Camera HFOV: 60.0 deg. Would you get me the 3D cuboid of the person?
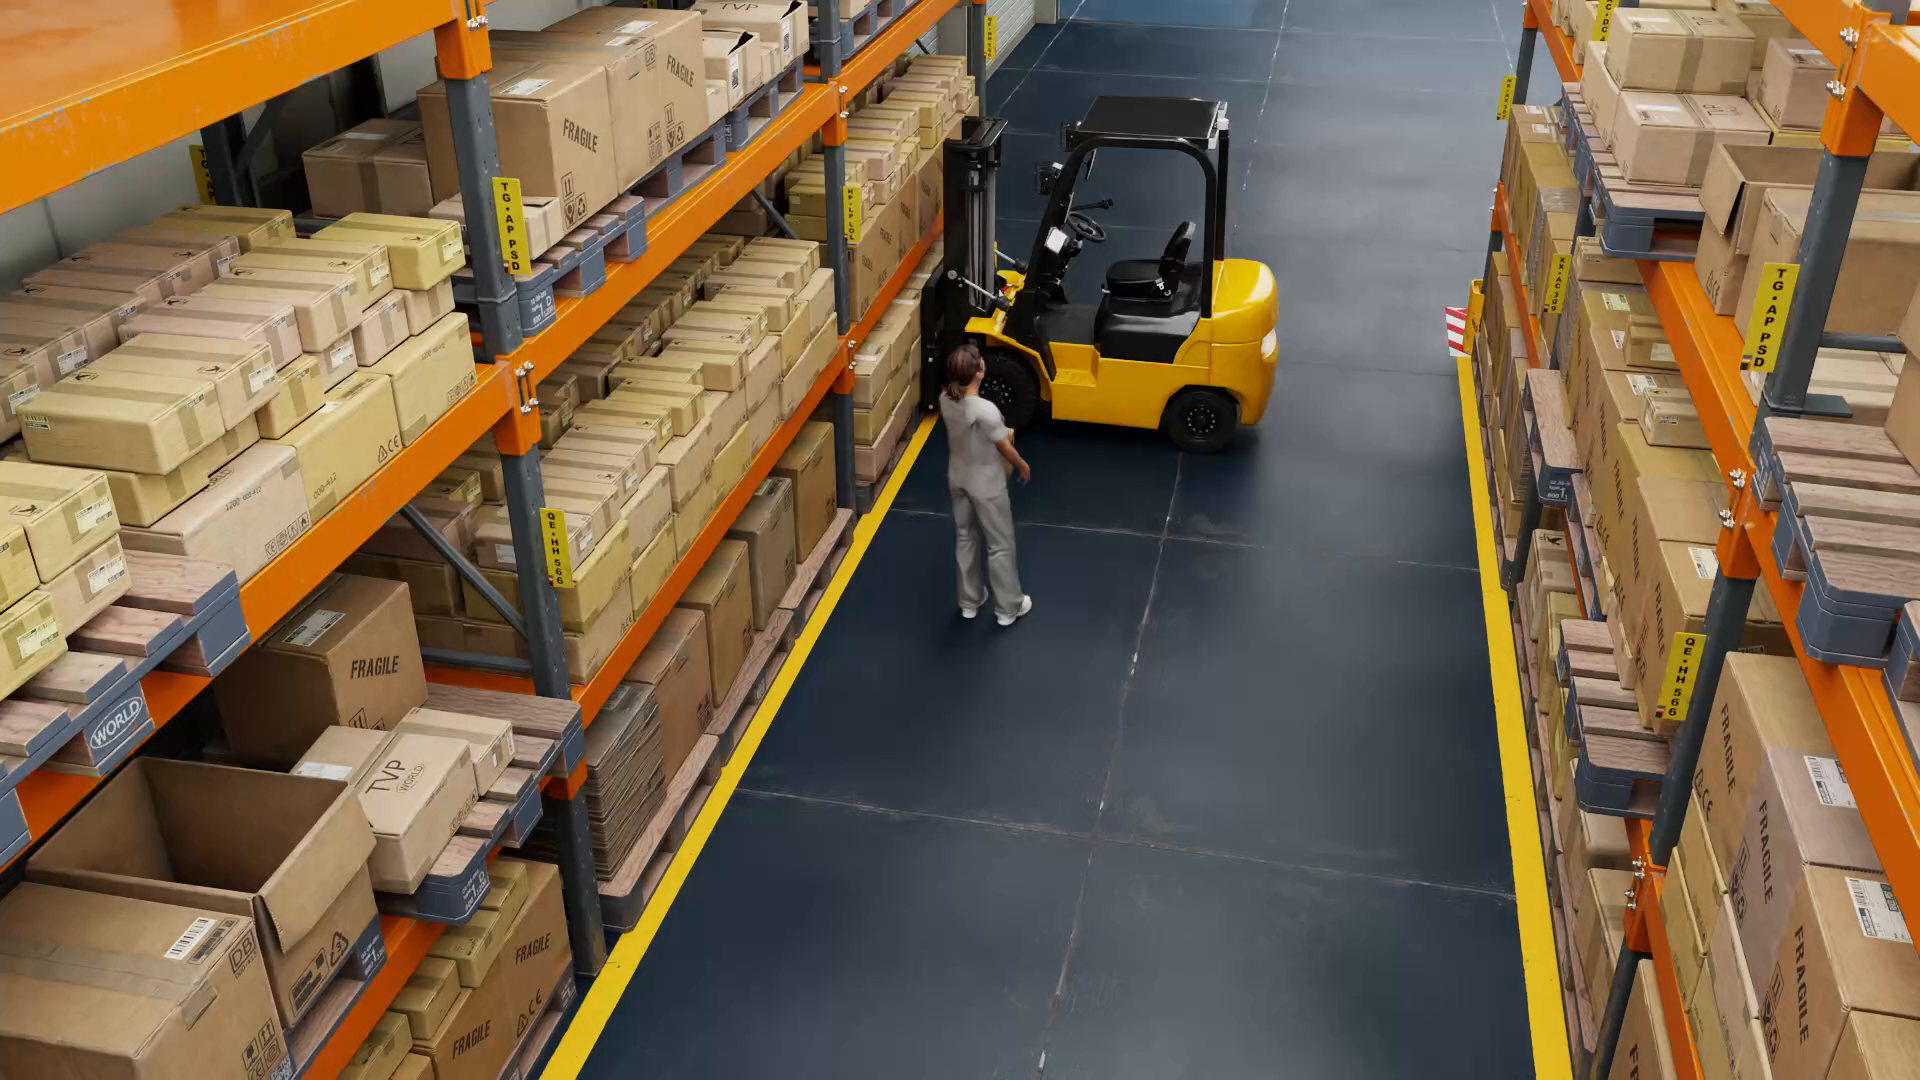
[{"bbox_3d":[0.129,-0.321,9.187,0.519,1.673,0.484,-25,38,-38],"label":"person"}]
